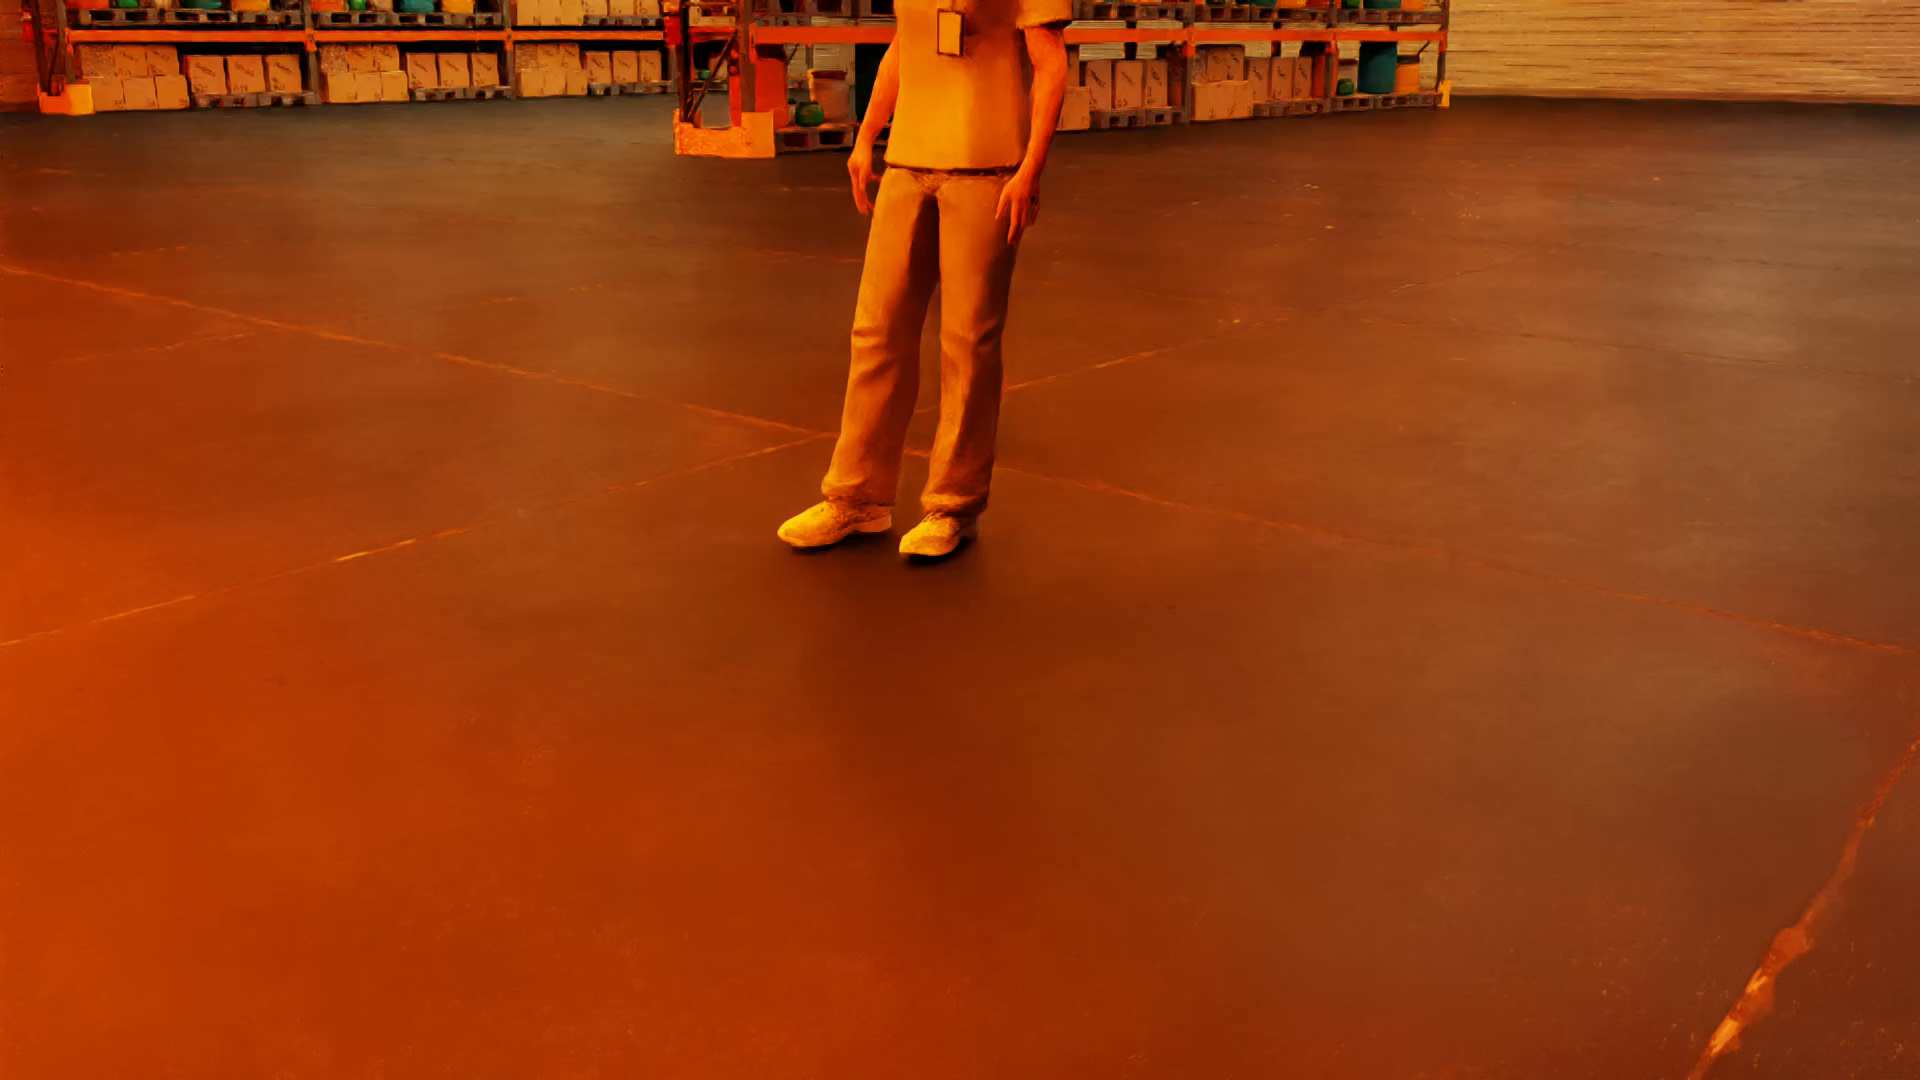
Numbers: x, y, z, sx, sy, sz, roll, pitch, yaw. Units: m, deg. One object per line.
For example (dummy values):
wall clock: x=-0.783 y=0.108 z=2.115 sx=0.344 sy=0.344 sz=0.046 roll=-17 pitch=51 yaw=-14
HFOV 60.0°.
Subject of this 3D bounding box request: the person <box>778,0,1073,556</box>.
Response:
person: x=-0.057 y=-0.795 z=3.650 sx=0.550 sy=1.674 sz=0.548 roll=13 pitch=21 yaw=37
